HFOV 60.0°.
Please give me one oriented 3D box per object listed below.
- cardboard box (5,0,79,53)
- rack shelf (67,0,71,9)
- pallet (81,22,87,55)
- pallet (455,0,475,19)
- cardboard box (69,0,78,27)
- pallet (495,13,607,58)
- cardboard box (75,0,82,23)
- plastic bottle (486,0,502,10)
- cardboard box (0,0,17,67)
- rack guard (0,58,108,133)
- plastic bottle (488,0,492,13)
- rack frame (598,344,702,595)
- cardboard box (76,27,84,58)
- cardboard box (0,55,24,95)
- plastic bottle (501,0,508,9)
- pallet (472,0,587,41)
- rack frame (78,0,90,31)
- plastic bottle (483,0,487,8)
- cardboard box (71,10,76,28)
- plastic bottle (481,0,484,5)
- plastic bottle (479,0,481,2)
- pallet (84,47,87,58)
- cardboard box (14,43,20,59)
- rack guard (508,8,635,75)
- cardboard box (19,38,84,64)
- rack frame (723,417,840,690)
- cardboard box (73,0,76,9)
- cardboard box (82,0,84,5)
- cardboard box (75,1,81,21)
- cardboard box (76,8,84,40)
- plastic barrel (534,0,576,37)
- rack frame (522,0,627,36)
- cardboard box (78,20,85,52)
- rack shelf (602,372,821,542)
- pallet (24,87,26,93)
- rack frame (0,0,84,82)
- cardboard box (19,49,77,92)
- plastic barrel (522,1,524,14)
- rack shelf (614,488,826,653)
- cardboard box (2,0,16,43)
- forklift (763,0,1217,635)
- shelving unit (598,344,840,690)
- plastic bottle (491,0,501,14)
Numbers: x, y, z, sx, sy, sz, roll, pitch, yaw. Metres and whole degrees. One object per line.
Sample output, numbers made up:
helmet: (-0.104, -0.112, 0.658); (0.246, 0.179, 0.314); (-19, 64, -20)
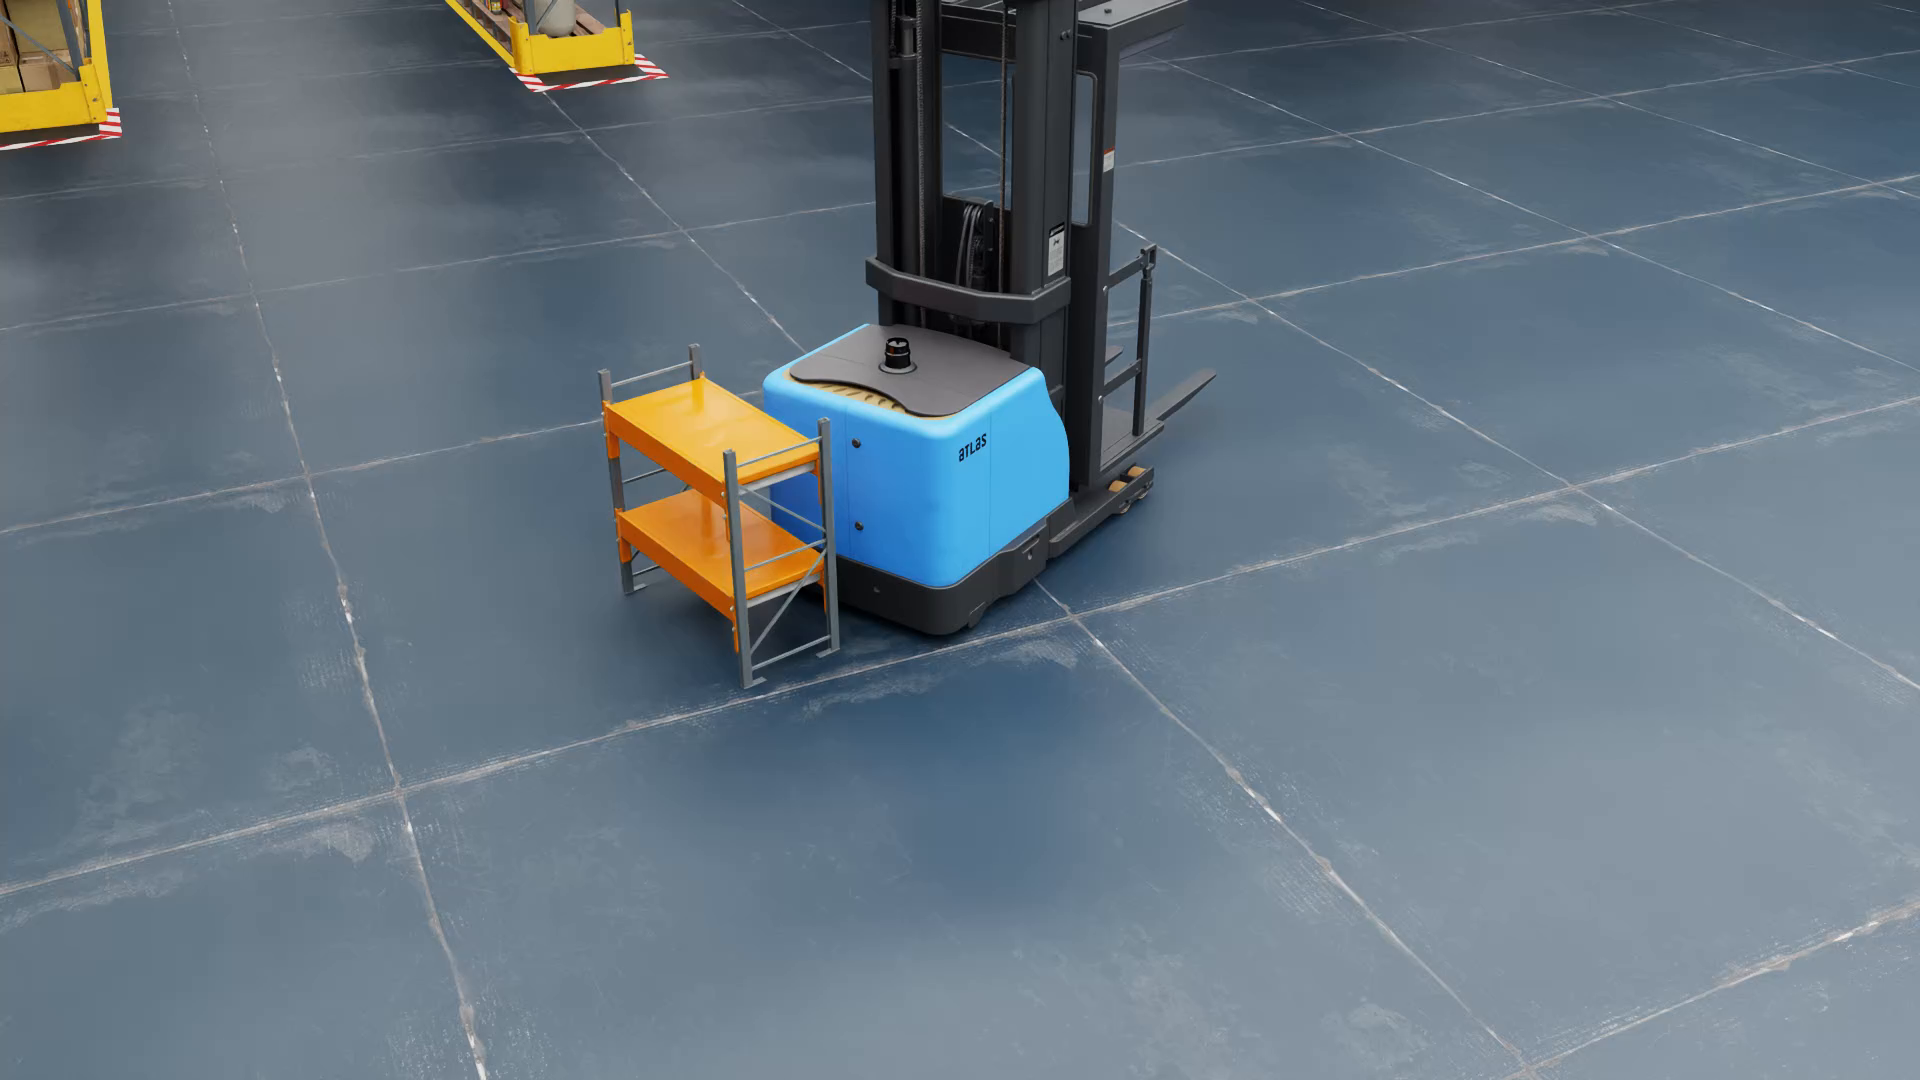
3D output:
cardboard box: (-8.527, -4.850, 15.448); (0.500, 0.500, 0.500); (-13, 32, -22)
rack shelf: (-9.140, -5.605, 15.914); (1.077, 0.370, 4.000); (-13, 32, -22)
pallet: (-9.695, -5.226, 17.354); (1.003, 0.211, 1.213); (-13, 32, -22)
pallet: (-5.273, -6.319, 19.303); (1.003, 0.211, 1.213); (-13, 32, -22)
cardboard box: (-8.952, -5.293, 16.238); (0.500, 0.500, 0.500); (-13, 32, -22)
pallet: (-4.225, -5.241, 17.381); (1.003, 0.211, 1.213); (-13, 32, -22)
cardboard box: (-9.602, -5.627, 17.600); (0.500, 0.250, 0.500); (-13, 32, -22)
plastic bottle: (-5.074, -5.914, 18.065); (0.152, 0.276, 0.135); (-13, 32, -22)
cardboard box: (-8.781, -4.521, 14.860); (0.500, 0.500, 0.500); (-13, 32, -22)
rack guard: (-8.271, -3.934, 14.755); (1.175, 0.500, 0.348); (-13, 32, -22)
plastic bottle: (-5.057, -5.848, 17.939); (0.061, 0.283, 0.133); (-12, 32, -21)
rack frame: (-1.380, -0.317, 7.666); (0.500, 1.125, 0.032); (-22, 36, -33)
cardboard box: (-8.743, -4.744, 16.025); (0.500, 0.250, 0.500); (-13, 32, -22)
cardboard box: (-8.779, -4.194, 15.044); (0.500, 0.250, 0.500); (-13, 32, -22)
plastic bottle: (-4.978, -5.940, 18.103); (0.061, 0.283, 0.133); (-13, 32, -22)
pallet: (-4.745, -5.779, 18.341); (1.003, 0.211, 1.213); (-13, 32, -22)
rack frame: (-9.999, -6.802, 17.314); (1.000, 3.000, 0.127); (-13, 32, -22)
plastic bottle: (-5.134, -5.975, 18.174); (0.152, 0.276, 0.135); (-14, 32, -23)
cardboard box: (-8.754, -5.068, 15.837); (0.500, 0.500, 0.500); (-13, 32, -22)
plastic bottle: (-5.208, -6.080, 18.285); (0.144, 0.351, 0.185); (-12, 31, -20)
plastic bottle: (-5.288, -6.162, 18.431); (0.144, 0.351, 0.185); (-13, 32, -22)
pallet: (-9.168, -4.686, 16.391); (1.003, 0.211, 1.213); (-13, 32, -22)
cardboard box: (-9.004, -4.412, 15.434); (0.500, 0.250, 0.500); (-13, 32, -22)
rack guard: (-3.881, -5.007, 16.668); (1.175, 0.500, 0.348); (-13, 32, -22)
cardboard box: (-8.529, -4.523, 15.631); (0.500, 0.250, 0.500); (-13, 32, -22)
rack frame: (-0.737, 0.068, 6.979); (0.500, 1.125, 0.032); (-22, 36, -33)
cardboard box: (-9.180, -5.511, 16.626); (0.500, 0.500, 0.500); (-13, 32, -22)
cardboard box: (-9.948, -6.016, 18.294); (0.500, 0.250, 0.500); (-14, 32, -23)
cardboard box: (-9.397, -5.404, 17.203); (0.500, 0.250, 0.500); (-13, 32, -22)
cardboard box: (-9.169, -5.186, 16.814); (0.500, 0.250, 0.500); (-13, 32, -22)
plastic barrel: (-4.158, -5.446, 17.010); (0.421, 0.512, 0.421); (0, 29, 0)
rack frame: (-3.806, -6.074, 16.015); (1.000, 3.000, 0.127); (-13, 32, -22)
cardboard box: (-8.953, -4.966, 16.421); (0.500, 0.250, 0.500); (-13, 32, -22)
rack shelf: (-1.058, -0.380, 7.179); (0.538, 0.278, 1.000); (-22, 36, -33)
pallet: (-8.648, -4.148, 15.432); (1.003, 0.211, 1.213); (-13, 32, -22)
rack frame: (-8.282, -5.035, 14.163); (1.000, 3.000, 0.127); (-13, 32, -22)
cardboard box: (-8.311, -4.303, 15.238); (0.500, 0.250, 0.500); (-13, 32, -22)
plastic barrel: (-4.373, -5.668, 17.405); (0.421, 0.512, 0.421); (0, 29, 0)
rack shelf: (-1.058, 0.088, 7.442); (0.538, 0.278, 1.000); (-22, 36, -33)
cardboard box: (-9.223, -4.959, 15.642); (0.500, 0.500, 0.500); (-13, 32, -22)
forklift: (0.350, -1.532, 7.985); (1.130, 2.935, 3.031); (18, 34, 29)
shelving unit: (-1.058, -0.125, 7.323); (0.538, 1.125, 1.048); (-22, 36, -33)
plastic bottle: (-4.991, -5.764, 17.874); (0.097, 0.201, 0.097); (0, 29, 0)
